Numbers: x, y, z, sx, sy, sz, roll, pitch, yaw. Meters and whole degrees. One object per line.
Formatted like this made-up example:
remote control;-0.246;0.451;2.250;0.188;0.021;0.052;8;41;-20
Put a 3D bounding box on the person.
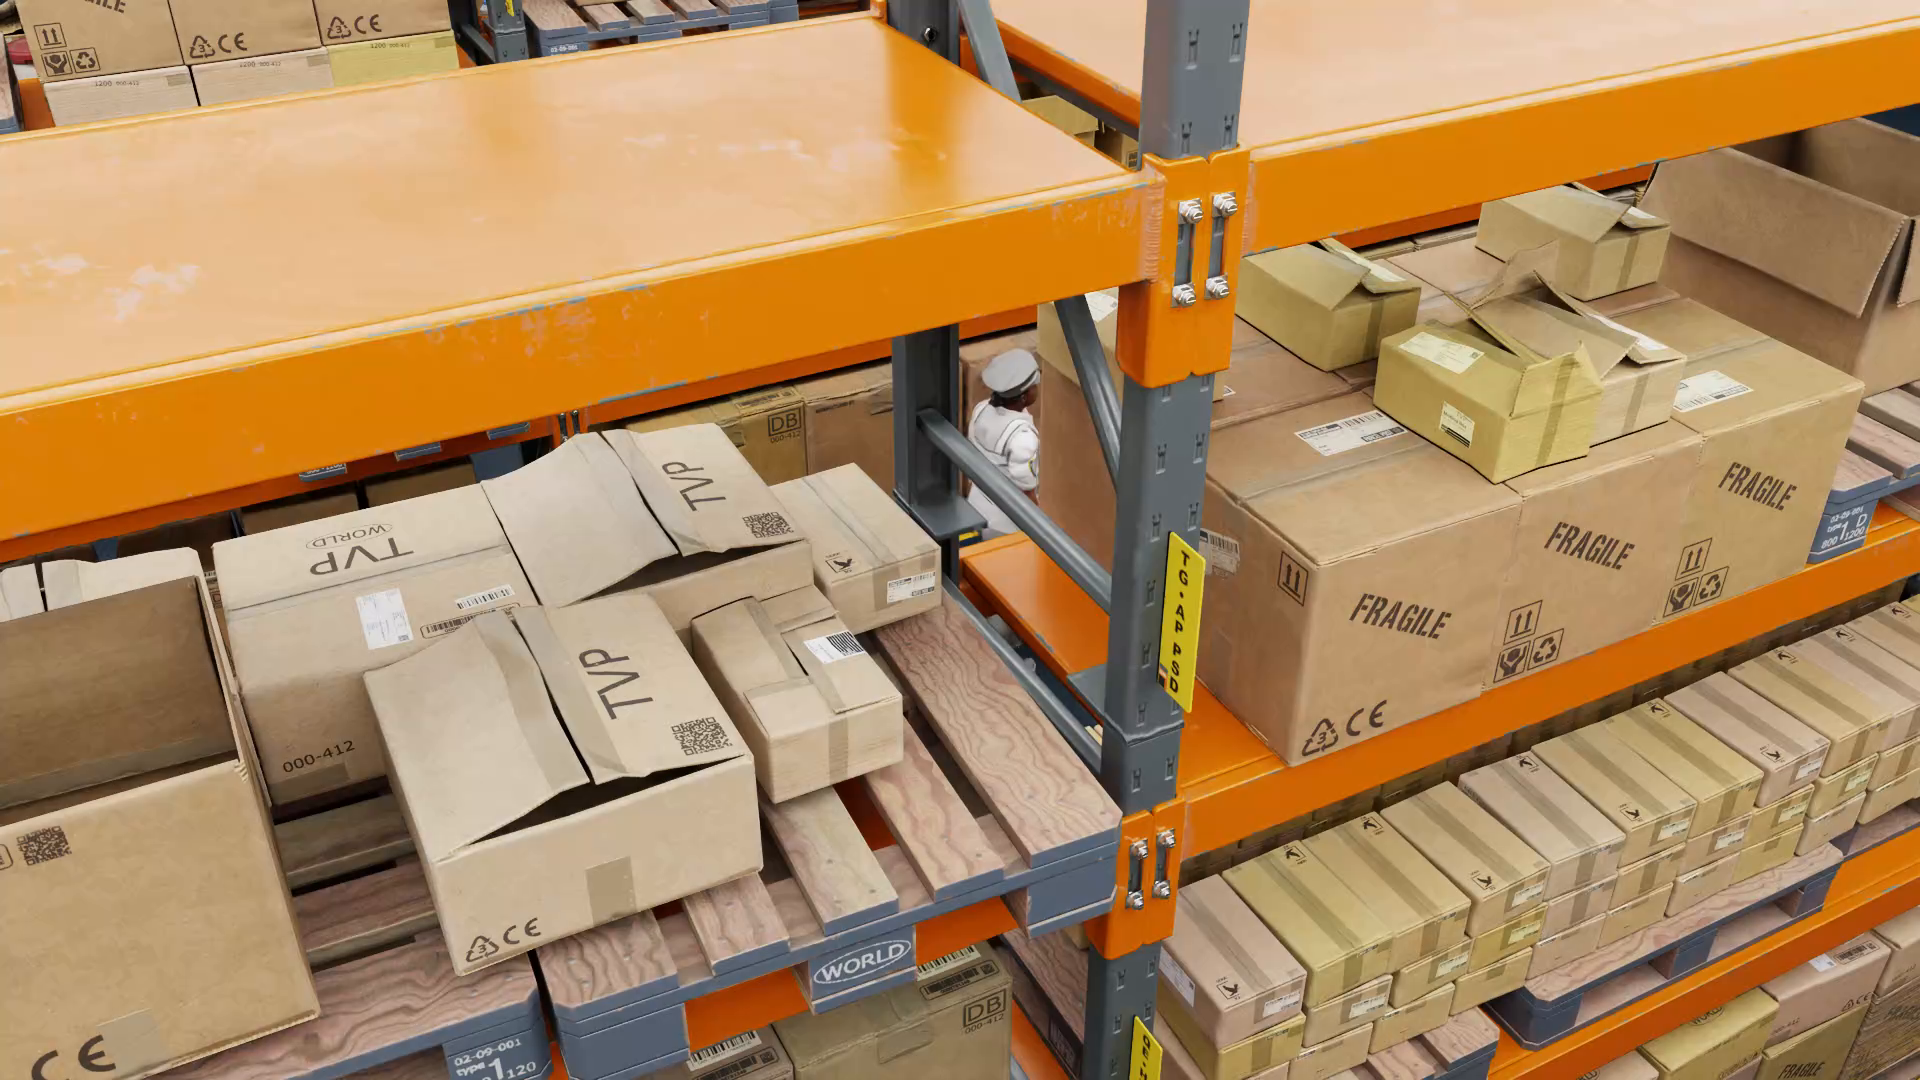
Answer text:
person;0.255;-0.116;7.769;0.446;1.682;0.549;-15;36;-21
